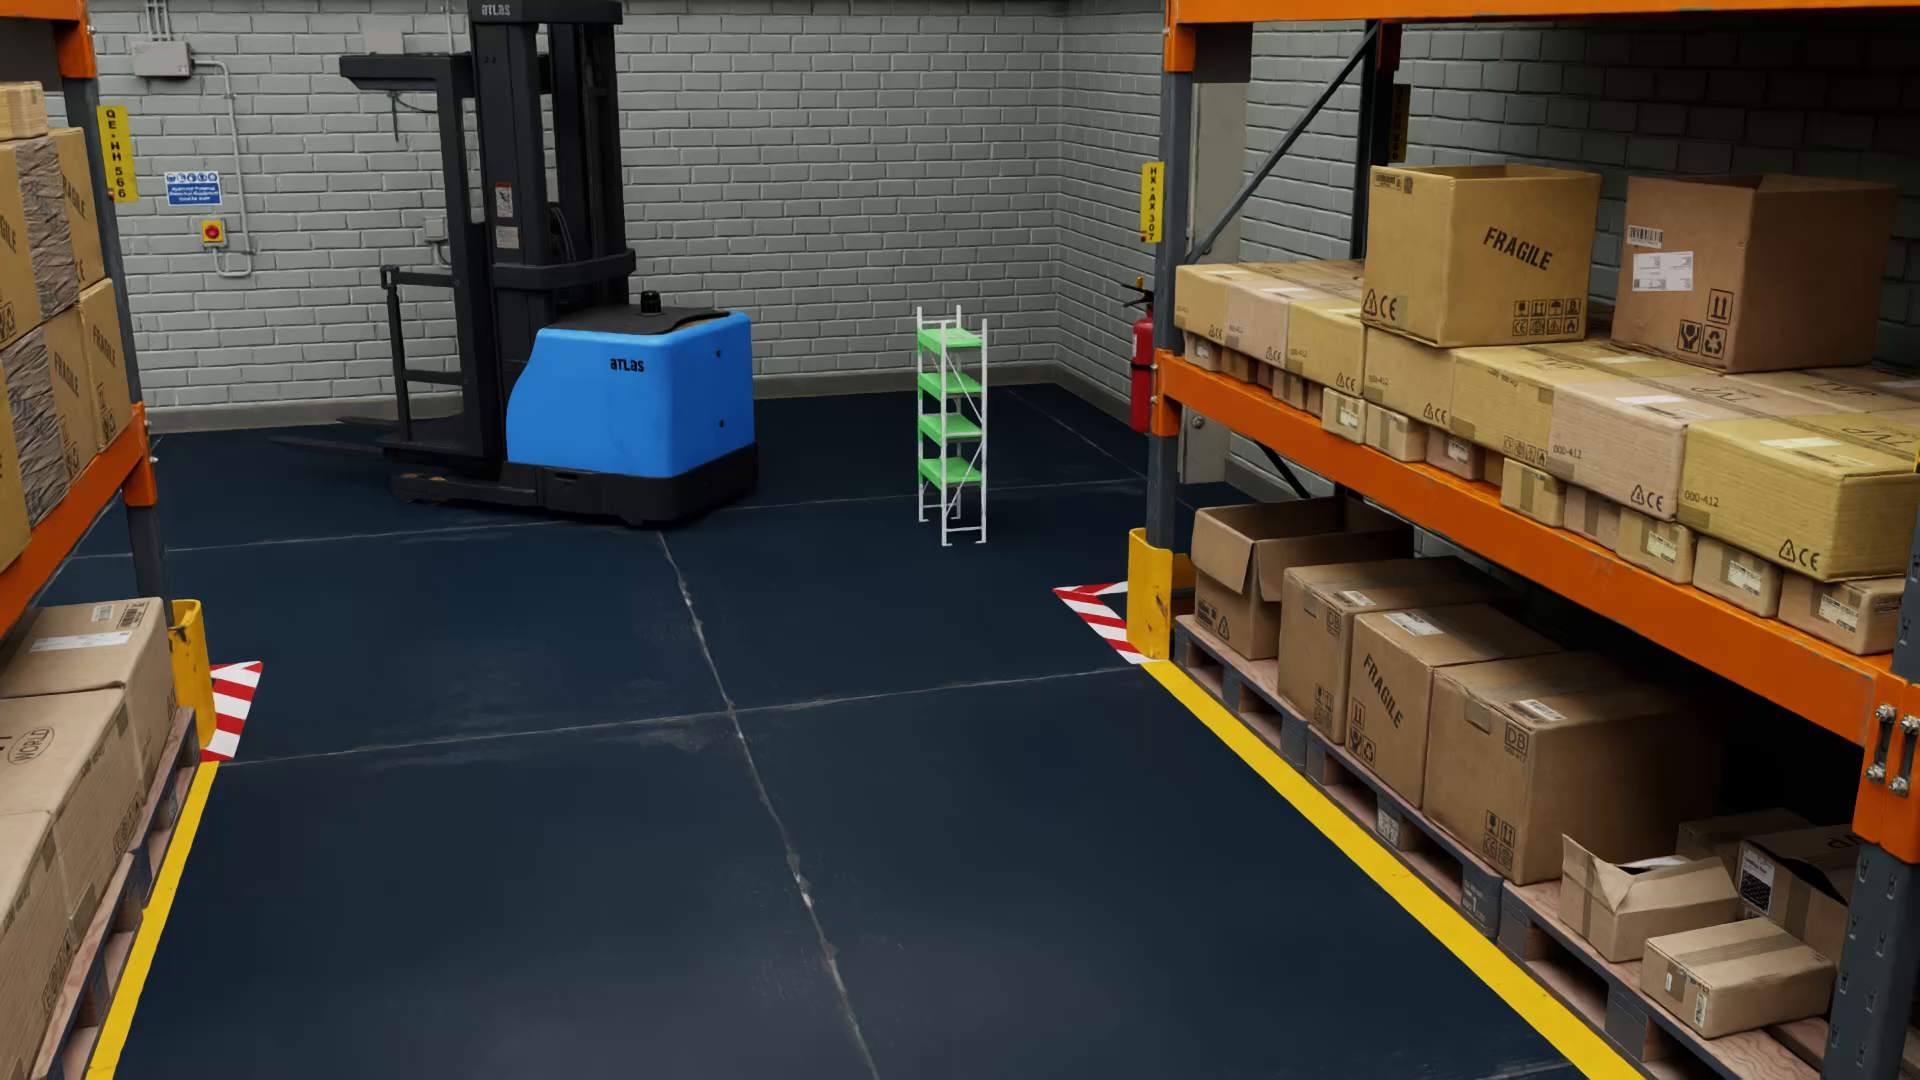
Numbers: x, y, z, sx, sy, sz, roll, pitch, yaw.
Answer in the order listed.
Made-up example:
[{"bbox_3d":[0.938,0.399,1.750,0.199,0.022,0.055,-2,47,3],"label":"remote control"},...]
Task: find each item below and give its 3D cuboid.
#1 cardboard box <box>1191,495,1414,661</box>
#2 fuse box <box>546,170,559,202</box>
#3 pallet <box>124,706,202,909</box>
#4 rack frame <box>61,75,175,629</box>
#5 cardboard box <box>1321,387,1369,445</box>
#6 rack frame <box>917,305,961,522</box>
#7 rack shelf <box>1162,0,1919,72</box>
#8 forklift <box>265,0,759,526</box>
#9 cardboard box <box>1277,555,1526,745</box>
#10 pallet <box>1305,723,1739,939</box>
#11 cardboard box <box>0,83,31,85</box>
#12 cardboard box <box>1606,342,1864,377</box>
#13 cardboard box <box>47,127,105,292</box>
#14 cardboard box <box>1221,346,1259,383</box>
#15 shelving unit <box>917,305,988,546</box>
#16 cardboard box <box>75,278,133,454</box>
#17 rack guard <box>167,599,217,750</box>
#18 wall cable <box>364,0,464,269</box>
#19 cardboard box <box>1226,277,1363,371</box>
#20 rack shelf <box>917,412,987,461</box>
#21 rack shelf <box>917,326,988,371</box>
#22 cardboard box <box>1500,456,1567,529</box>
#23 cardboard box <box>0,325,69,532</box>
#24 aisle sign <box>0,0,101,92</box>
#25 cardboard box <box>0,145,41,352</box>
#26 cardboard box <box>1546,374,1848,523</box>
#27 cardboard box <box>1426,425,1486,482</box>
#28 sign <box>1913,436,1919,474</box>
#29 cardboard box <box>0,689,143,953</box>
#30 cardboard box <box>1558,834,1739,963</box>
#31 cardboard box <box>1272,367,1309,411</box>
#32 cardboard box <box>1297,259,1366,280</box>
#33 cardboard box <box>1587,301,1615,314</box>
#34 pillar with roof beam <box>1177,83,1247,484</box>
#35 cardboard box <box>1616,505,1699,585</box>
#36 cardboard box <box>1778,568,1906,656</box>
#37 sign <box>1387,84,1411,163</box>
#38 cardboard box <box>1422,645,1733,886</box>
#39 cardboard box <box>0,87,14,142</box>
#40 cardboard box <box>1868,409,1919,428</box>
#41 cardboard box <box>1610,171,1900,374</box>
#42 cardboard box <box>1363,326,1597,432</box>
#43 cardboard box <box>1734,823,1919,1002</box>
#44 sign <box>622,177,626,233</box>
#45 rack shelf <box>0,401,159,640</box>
[{"bbox_3d":[1.397,0.146,6.861,0.797,0.503,0.637,-5,18,-17],"label":"cardboard box"},{"bbox_3d":[-2.964,-1.698,11.631,0.539,1.711,0.414,-5,17,-15],"label":"fuse box"},{"bbox_3d":[-3.157,0.919,5.526,1.003,0.211,1.213,-5,17,-15],"label":"pallet"},{"bbox_3d":[-3.452,-0.632,5.841,1.000,3.000,0.127,-5,17,-15],"label":"rack frame"},{"bbox_3d":[1.452,-0.432,5.612,0.380,0.149,0.250,-5,17,-17],"label":"cardboard box"},{"bbox_3d":[-0.113,-0.688,9.157,0.240,1.200,0.015,-5,17,-15],"label":"rack frame"},{"bbox_3d":[1.869,-1.564,4.981,1.077,0.370,4.000,-5,17,-15],"label":"rack shelf"},{"bbox_3d":[-2.762,-1.734,9.630,3.031,2.935,1.130,7,18,22],"label":"forklift"},{"bbox_3d":[1.594,0.387,6.064,0.700,0.500,0.500,-4,17,-13],"label":"cardboard box"},{"bbox_3d":[1.892,0.889,5.627,1.003,0.211,1.213,-5,17,-15],"label":"pallet"},{"bbox_3d":[-3.068,-1.317,5.084,0.380,0.149,0.250,-4,17,-14],"label":"cardboard box"},{"bbox_3d":[2.258,-0.429,4.909,0.500,0.250,0.500,-4,17,-14],"label":"cardboard box"},{"bbox_3d":[-3.091,-1.044,5.301,0.500,0.500,0.500,-4,17,-13],"label":"cardboard box"},{"bbox_3d":[1.261,-0.725,6.590,0.380,0.149,0.250,-4,17,-14],"label":"cardboard box"},{"bbox_3d":[-0.046,-0.620,8.932,0.258,1.200,0.503,-5,17,-15],"label":"shelving unit"},{"bbox_3d":[-3.065,-0.567,5.452,0.500,0.500,0.500,-5,17,-15],"label":"cardboard box"},{"bbox_3d":[-3.459,0.559,6.222,1.175,0.500,0.348,-5,17,-15],"label":"rack guard"},{"bbox_3d":[-3.664,-2.791,11.265,0.588,1.984,0.122,-5,17,-15],"label":"wall cable"},{"bbox_3d":[1.324,-0.809,6.176,0.500,0.250,0.500,-5,17,-15],"label":"cardboard box"},{"bbox_3d":[-0.046,-0.559,8.950,0.258,0.148,0.480,-5,17,-15],"label":"rack shelf"},{"bbox_3d":[-0.046,-1.019,8.812,0.258,0.148,0.480,-5,17,-15],"label":"rack shelf"},{"bbox_3d":[1.758,-0.150,4.674,0.380,0.149,0.250,-5,17,-16],"label":"cardboard box"},{"bbox_3d":[-2.791,-0.285,4.515,0.500,0.500,0.500,-4,17,-14],"label":"cardboard box"},{"bbox_3d":[-3.174,-1.921,5.615,0.394,0.787,0.004,-5,17,-15],"label":"aisle sign"},{"bbox_3d":[-2.786,-0.765,4.371,0.500,0.500,0.500,-5,17,-16],"label":"cardboard box"},{"bbox_3d":[1.892,-0.248,4.308,0.500,0.250,0.500,-5,17,-15],"label":"cardboard box"},{"bbox_3d":[1.681,-0.295,5.156,0.380,0.149,0.250,-5,17,-15],"label":"cardboard box"},{"bbox_3d":[1.899,-0.288,3.193,0.100,0.325,0.005,-5,17,-15],"label":"sign"},{"bbox_3d":[-2.915,0.821,4.727,0.875,0.438,0.875,-4,17,-14],"label":"cardboard box"},{"bbox_3d":[1.885,0.960,4.565,0.396,0.266,0.258,-4,17,-13],"label":"cardboard box"},{"bbox_3d":[1.377,-0.581,6.108,0.380,0.149,0.250,-4,17,-14],"label":"cardboard box"},{"bbox_3d":[1.701,-0.989,6.776,0.500,0.250,0.500,-4,17,-14],"label":"cardboard box"},{"bbox_3d":[1.973,-0.709,5.843,0.500,0.250,0.500,-4,17,-14],"label":"cardboard box"},{"bbox_3d":[-2.694,-4.375,7.875,9.100,9.000,0.400,-5,17,-15],"label":"pillar with roof beam"},{"bbox_3d":[1.901,-0.007,4.197,0.380,0.149,0.250,-4,17,-14],"label":"cardboard box"},{"bbox_3d":[2.088,0.133,3.730,0.380,0.149,0.250,-4,17,-14],"label":"cardboard box"},{"bbox_3d":[1.859,-1.769,7.066,0.100,0.325,0.005,-5,17,-15],"label":"sign"},{"bbox_3d":[1.879,0.674,5.108,0.700,0.500,0.500,-5,18,-17],"label":"cardboard box"},{"bbox_3d":[-2.886,-1.180,4.626,0.380,0.149,0.250,-4,17,-14],"label":"cardboard box"},{"bbox_3d":[2.542,-0.148,3.973,0.500,0.250,0.500,-5,17,-16],"label":"cardboard box"},{"bbox_3d":[2.265,-0.781,4.779,0.500,0.500,0.500,-5,17,-17],"label":"cardboard box"},{"bbox_3d":[1.627,-0.530,5.245,0.500,0.250,0.500,-5,17,-17],"label":"cardboard box"},{"bbox_3d":[2.465,0.967,4.464,0.500,0.311,0.500,-4,17,-13],"label":"cardboard box"},{"bbox_3d":[-2.546,-2.366,11.780,0.329,0.494,0.001,-5,17,-15],"label":"sign"},{"bbox_3d":[-2.902,0.266,4.102,1.077,0.370,4.000,-5,17,-15],"label":"rack shelf"}]
